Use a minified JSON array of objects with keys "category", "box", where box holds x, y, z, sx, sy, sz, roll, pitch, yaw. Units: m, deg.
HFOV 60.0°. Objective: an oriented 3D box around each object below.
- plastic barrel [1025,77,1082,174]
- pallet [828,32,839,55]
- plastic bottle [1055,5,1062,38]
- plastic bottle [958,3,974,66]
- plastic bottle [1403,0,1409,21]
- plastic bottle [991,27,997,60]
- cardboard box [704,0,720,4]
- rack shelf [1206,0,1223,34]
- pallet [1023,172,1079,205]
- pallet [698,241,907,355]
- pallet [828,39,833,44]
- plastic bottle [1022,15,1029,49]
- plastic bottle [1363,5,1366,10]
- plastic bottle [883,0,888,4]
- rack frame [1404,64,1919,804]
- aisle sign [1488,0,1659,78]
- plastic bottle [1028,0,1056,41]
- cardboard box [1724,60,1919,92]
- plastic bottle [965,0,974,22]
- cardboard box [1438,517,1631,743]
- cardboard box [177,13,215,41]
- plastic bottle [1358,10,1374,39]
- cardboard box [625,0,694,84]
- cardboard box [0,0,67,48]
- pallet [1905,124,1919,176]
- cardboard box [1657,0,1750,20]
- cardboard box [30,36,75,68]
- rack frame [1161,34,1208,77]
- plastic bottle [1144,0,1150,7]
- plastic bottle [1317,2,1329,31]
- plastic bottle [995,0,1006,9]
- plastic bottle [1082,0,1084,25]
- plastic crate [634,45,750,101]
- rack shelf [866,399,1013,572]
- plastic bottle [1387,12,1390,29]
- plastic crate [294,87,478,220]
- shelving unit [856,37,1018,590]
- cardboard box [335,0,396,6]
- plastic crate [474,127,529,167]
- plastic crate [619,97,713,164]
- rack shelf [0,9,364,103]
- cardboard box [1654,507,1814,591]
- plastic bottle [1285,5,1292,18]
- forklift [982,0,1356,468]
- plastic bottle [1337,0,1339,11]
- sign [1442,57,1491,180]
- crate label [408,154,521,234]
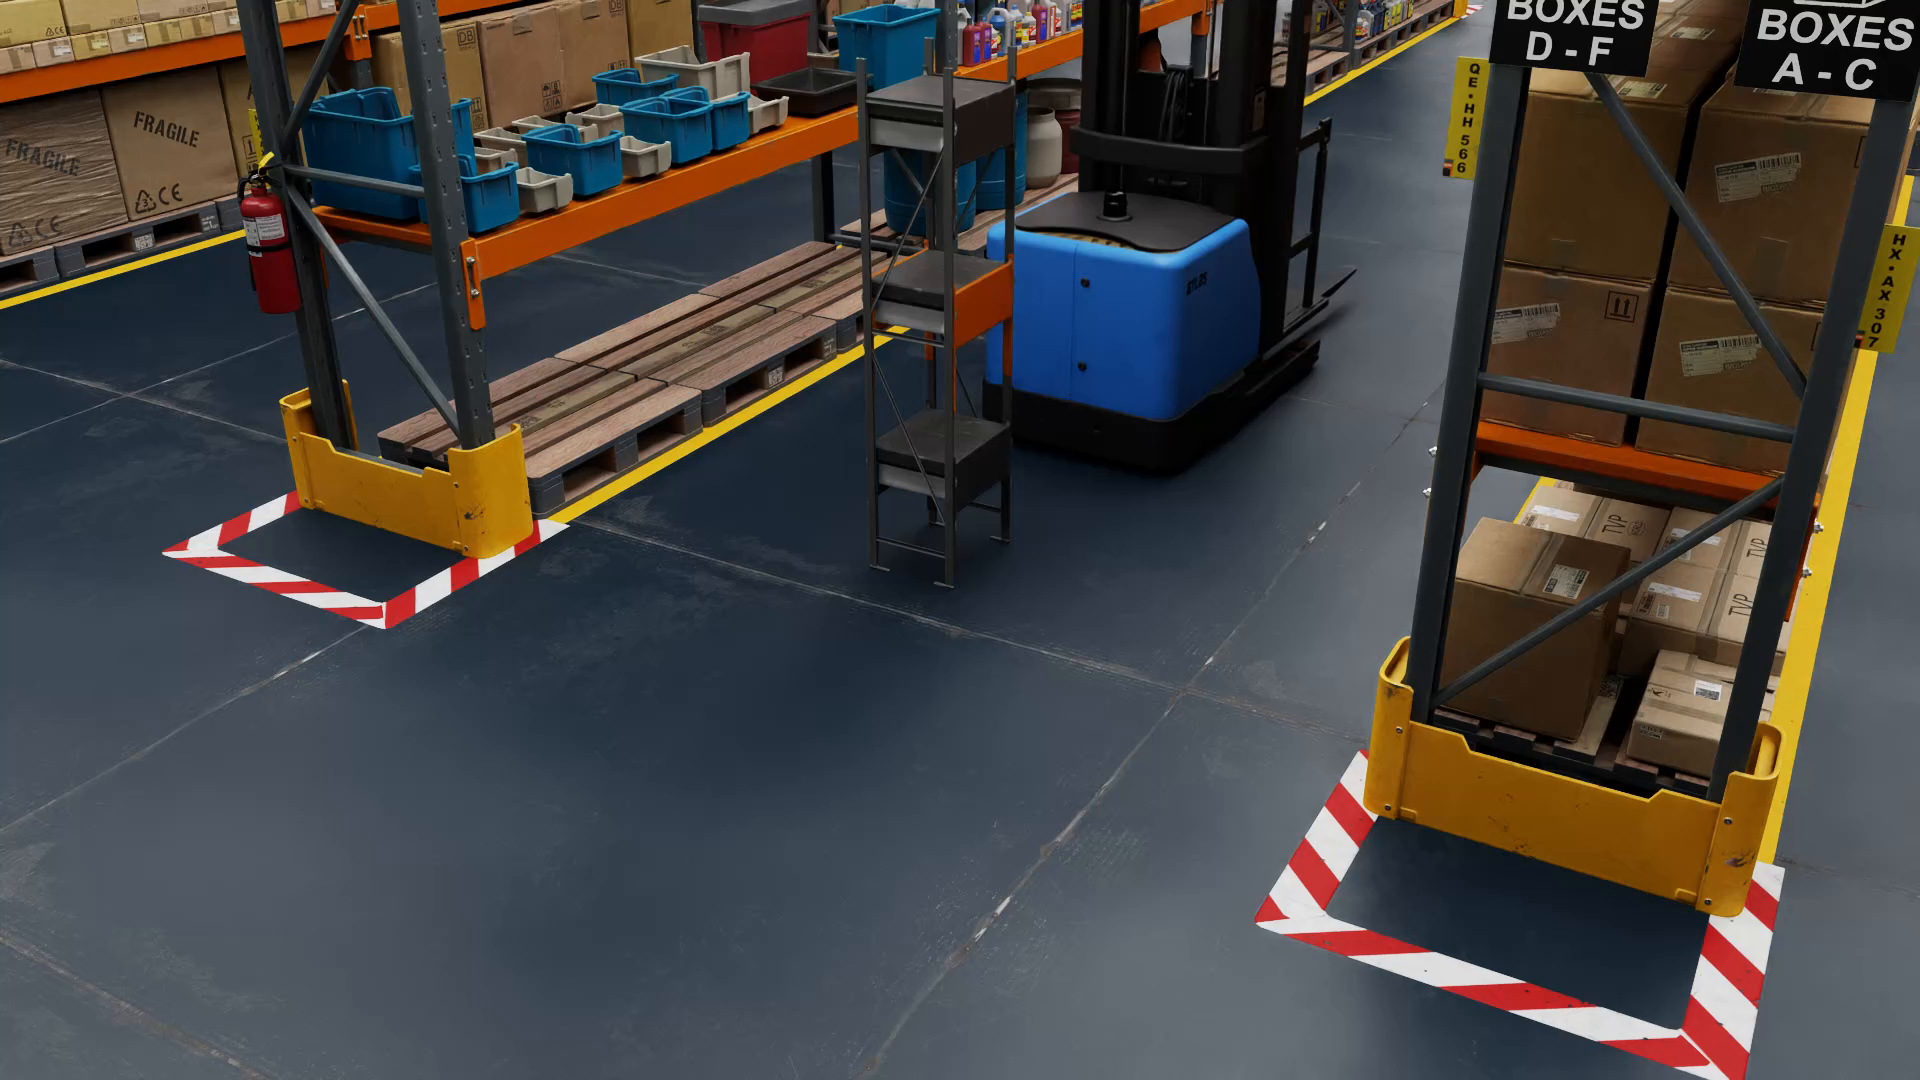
[{"category":"plastic barrel","box":[0.710,-3.049,12.214,0.600,0.588,0.708,14,30,26]},{"category":"pallet","box":[-1.834,-5.196,17.393,1.003,0.211,1.213,14,30,26]},{"category":"plastic bottle","box":[0.619,-3.423,10.958,0.097,0.201,0.097,0,27,0]},{"category":"plastic bottle","box":[-0.001,-3.075,10.096,0.144,0.351,0.185,14,30,26]},{"category":"plastic bottle","box":[4.757,-5.766,17.969,0.152,0.276,0.135,14,30,26]},{"category":"plastic bottle","box":[0.182,-3.076,10.266,0.097,0.201,0.097,0,27,0]},{"category":"cardboard box","box":[-2.517,-5.347,16.043,0.500,0.250,0.500,16,31,28]},{"category":"rack shelf","box":[2.475,-5.032,14.754,1.077,0.370,4.000,14,30,26]},{"category":"pallet","box":[0.539,-2.537,12.082,1.003,0.211,1.213,14,30,26]},{"category":"pallet","box":[-0.804,-1.473,9.957,1.003,0.211,1.213,14,30,26]},{"category":"pallet","box":[-1.235,-5.673,18.347,1.003,0.211,1.213,14,30,26]},{"category":"plastic bottle","box":[0.392,-3.242,10.598,0.097,0.201,0.097,0,27,0]},{"category":"plastic bottle","box":[4.184,-5.416,17.275,0.097,0.271,0.097,0,27,0]},{"category":"plastic bottle","box":[-0.490,-3.288,10.597,0.061,0.283,0.133,14,30,26]},{"category":"rack frame","box":[1.866,-0.364,4.626,1.000,3.000,0.127,14,30,26]},{"category":"aisle sign","box":[1.566,-1.567,4.126,0.394,0.787,0.004,14,30,26]},{"category":"plastic bottle","box":[0.538,-3.417,10.864,0.152,0.276,0.135,14,30,26]},{"category":"cardboard box","box":[2.565,-1.176,5.020,0.500,0.500,0.500,15,30,27]},{"category":"plastic bottle","box":[0.048,-3.553,11.141,0.097,0.271,0.097,0,27,0]},{"category":"cardboard box","box":[1.919,0.291,5.619,0.500,0.500,0.500,14,30,26]},{"category":"cardboard box","box":[-5.159,-3.401,10.974,0.380,0.149,0.250,15,30,27]},{"category":"plastic bottle","box":[4.133,-5.271,16.981,0.152,0.276,0.135,15,30,28]},{"category":"cardboard box","box":[-3.179,-4.638,15.069,1.225,0.875,0.875,13,29,24]},{"category":"cardboard box","box":[-5.785,-3.140,10.006,0.500,0.250,0.500,13,29,24]},{"category":"pallet","box":[4.322,-2.124,8.357,1.003,0.211,1.213,14,30,26]},{"category":"cardboard box","box":[2.597,-1.690,6.047,0.500,0.500,0.500,15,30,28]},{"category":"cardboard box","box":[-5.664,-3.002,10.176,0.380,0.149,0.250,14,30,26]},{"category":"rack frame","box":[1.491,-4.574,13.036,1.000,3.000,0.127,14,30,26]},{"category":"plastic bottle","box":[1.334,-3.989,12.089,0.097,0.201,0.097,0,27,0]},{"category":"plastic bottle","box":[3.761,-5.478,17.394,0.152,0.276,0.135,14,30,26]},{"category":"plastic bottle","box":[0.233,-3.853,11.650,0.144,0.351,0.185,14,30,26]},{"category":"plastic bottle","box":[0.830,-3.678,11.302,0.144,0.351,0.185,14,30,26]},{"category":"plastic crate","box":[-1.388,-2.434,8.827,0.437,0.282,0.530,14,30,26]},{"category":"rack shelf","box":[-0.081,-0.236,6.971,0.431,0.518,0.480,14,30,26]},{"category":"plastic bottle","box":[4.470,-5.480,17.481,0.097,0.201,0.097,0,27,0]},{"category":"plastic crate","box":[-2.442,-1.670,7.130,0.616,0.435,0.499,14,30,26]},{"category":"shelving unit","box":[-0.081,-0.874,6.651,0.431,2.100,0.503,14,30,26]},{"category":"cardboard box","box":[-4.345,-4.275,12.327,0.500,0.500,0.500,14,30,26]},{"category":"plastic crate","box":[-2.046,-1.833,7.787,0.396,0.136,0.243,14,30,26]},{"category":"plastic crate","box":[-1.388,-1.945,7.905,0.416,0.233,0.300,14,30,26]},{"category":"rack shelf","box":[-5.773,-3.005,10.705,1.077,0.370,4.000,14,30,26]},{"category":"cardboard box","box":[2.873,0.130,6.220,0.500,0.250,0.500,14,30,26]},{"category":"plastic bottle","box":[3.408,-5.375,17.180,0.061,0.283,0.133,16,31,29]},{"category":"forklift","box":[1.313,-2.262,8.494,1.130,2.935,3.031,15,30,28]},{"category":"plastic bottle","box":[4.136,-5.952,18.331,0.061,0.283,0.133,15,30,27]},{"category":"sign","box":[1.393,-1.153,4.556,0.100,0.325,0.005,14,30,26]},{"category":"crate label","box":[-2.036,-1.432,6.879,0.416,0.233,0.303,14,30,26]}]
